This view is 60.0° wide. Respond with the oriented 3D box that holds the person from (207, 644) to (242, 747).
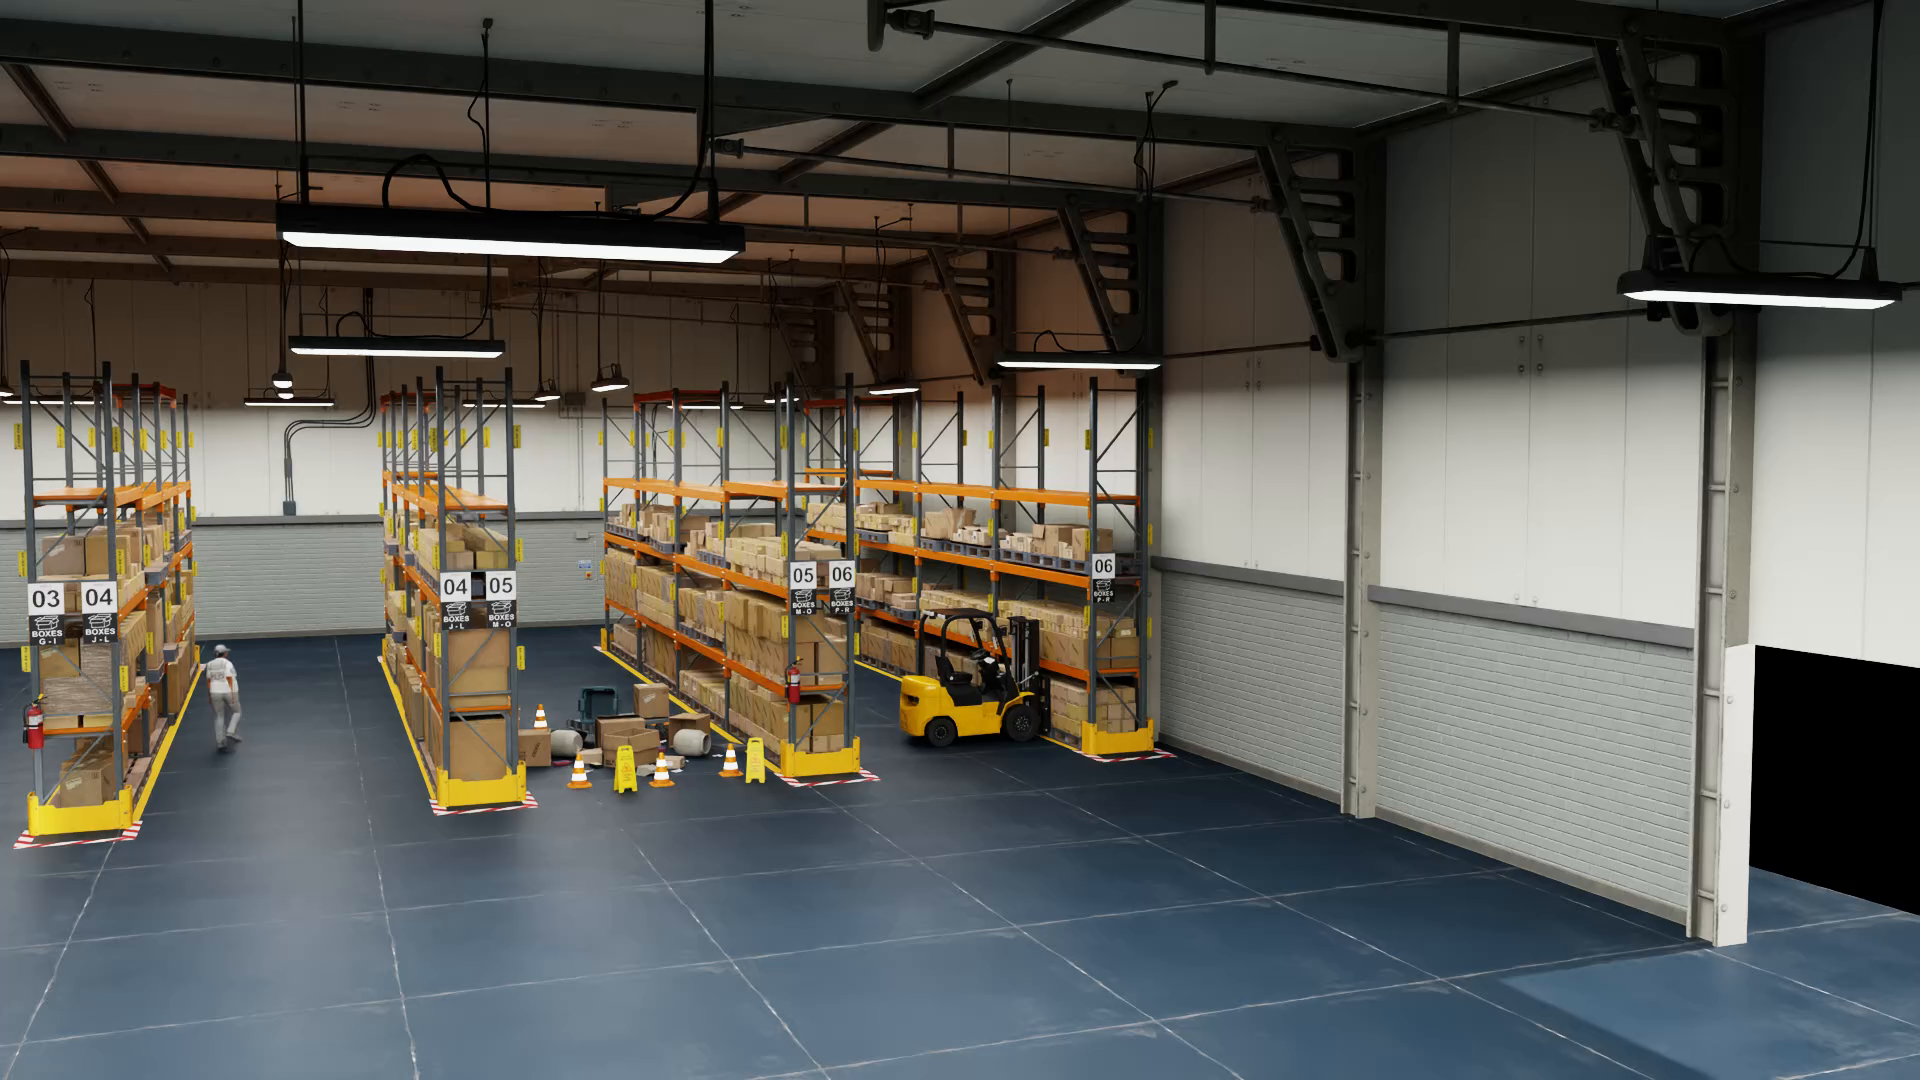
[{"bbox_3d":[-12.021,2.537,27.160,0.545,1.652,0.513,-1,3,-11],"label":"person"}]
